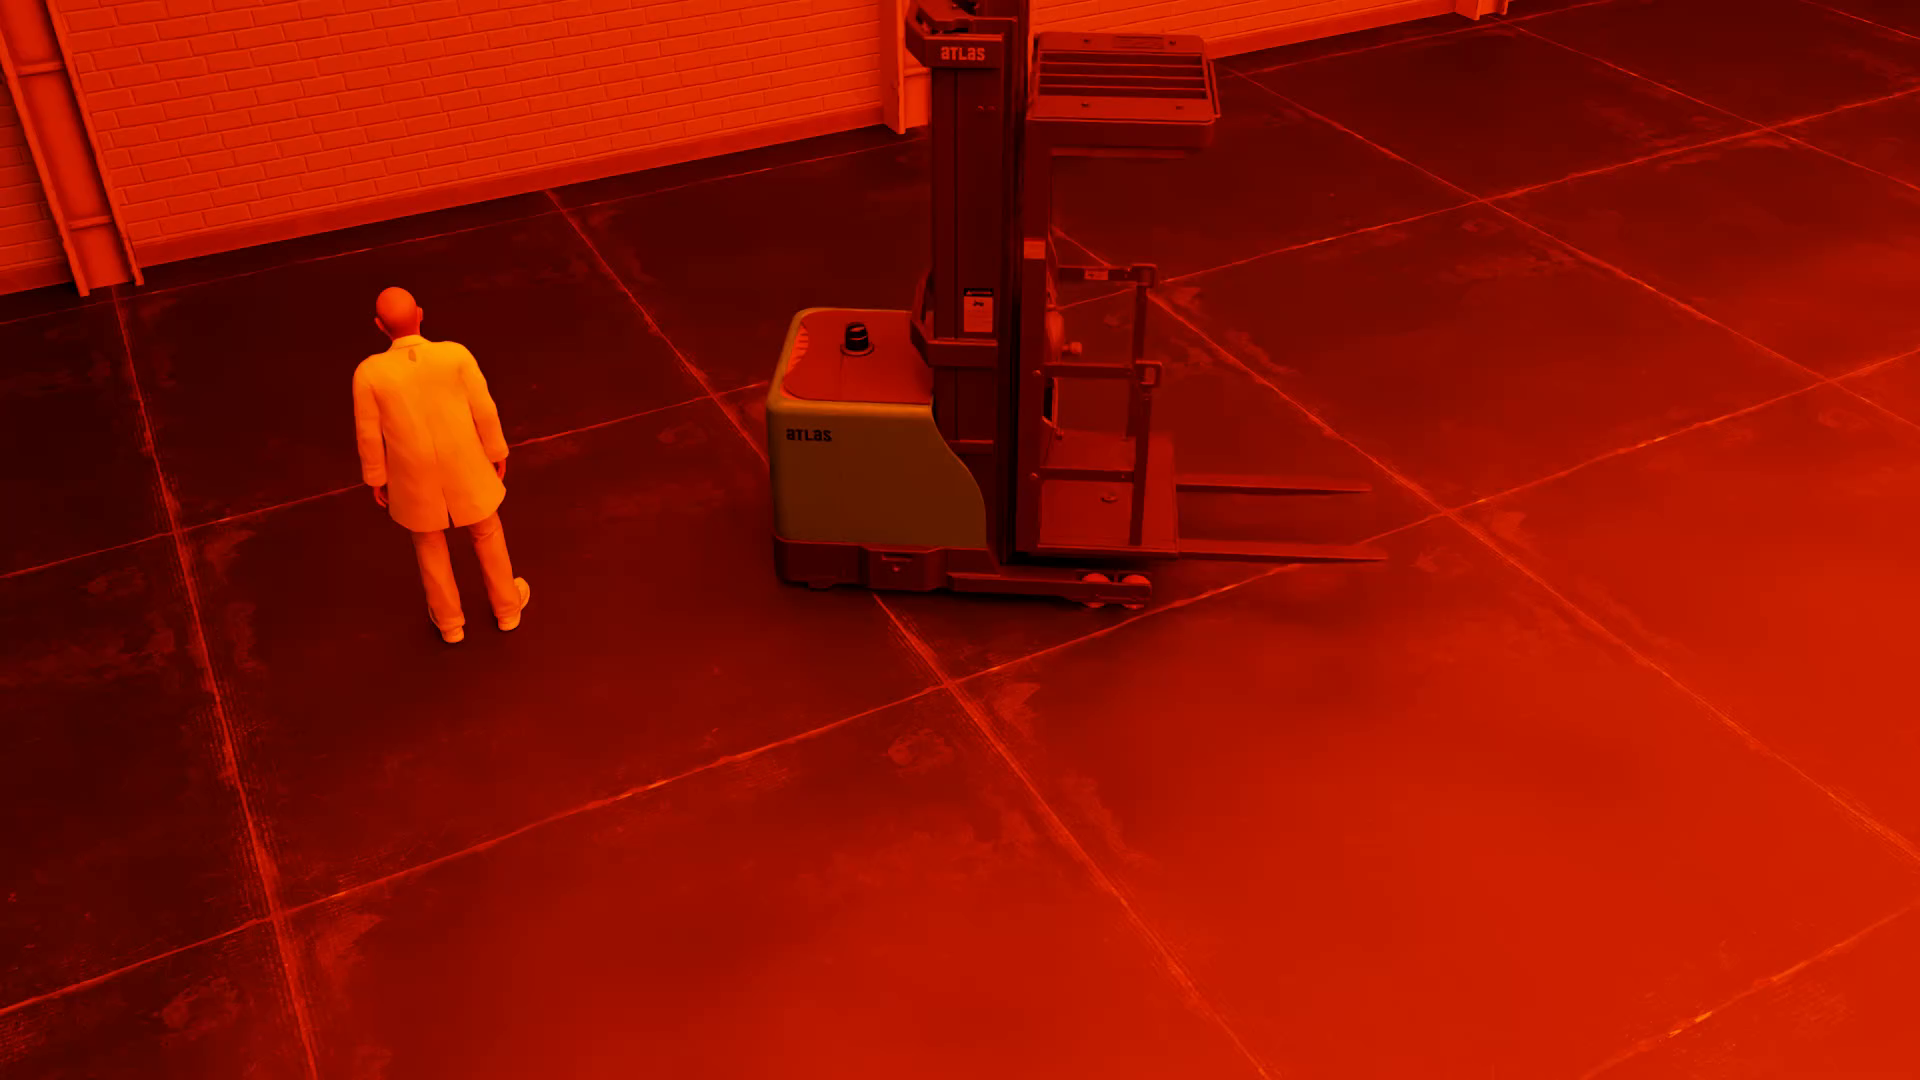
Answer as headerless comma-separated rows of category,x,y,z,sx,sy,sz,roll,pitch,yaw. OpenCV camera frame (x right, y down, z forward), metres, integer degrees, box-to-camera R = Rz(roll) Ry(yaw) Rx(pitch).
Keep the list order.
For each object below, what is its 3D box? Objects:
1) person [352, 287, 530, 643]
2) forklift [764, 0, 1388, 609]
person,-2.384,-0.326,7.588,0.647,1.772,0.430,-12,37,-17
forklift,0.612,-1.178,7.789,3.031,2.935,1.130,2,35,3
